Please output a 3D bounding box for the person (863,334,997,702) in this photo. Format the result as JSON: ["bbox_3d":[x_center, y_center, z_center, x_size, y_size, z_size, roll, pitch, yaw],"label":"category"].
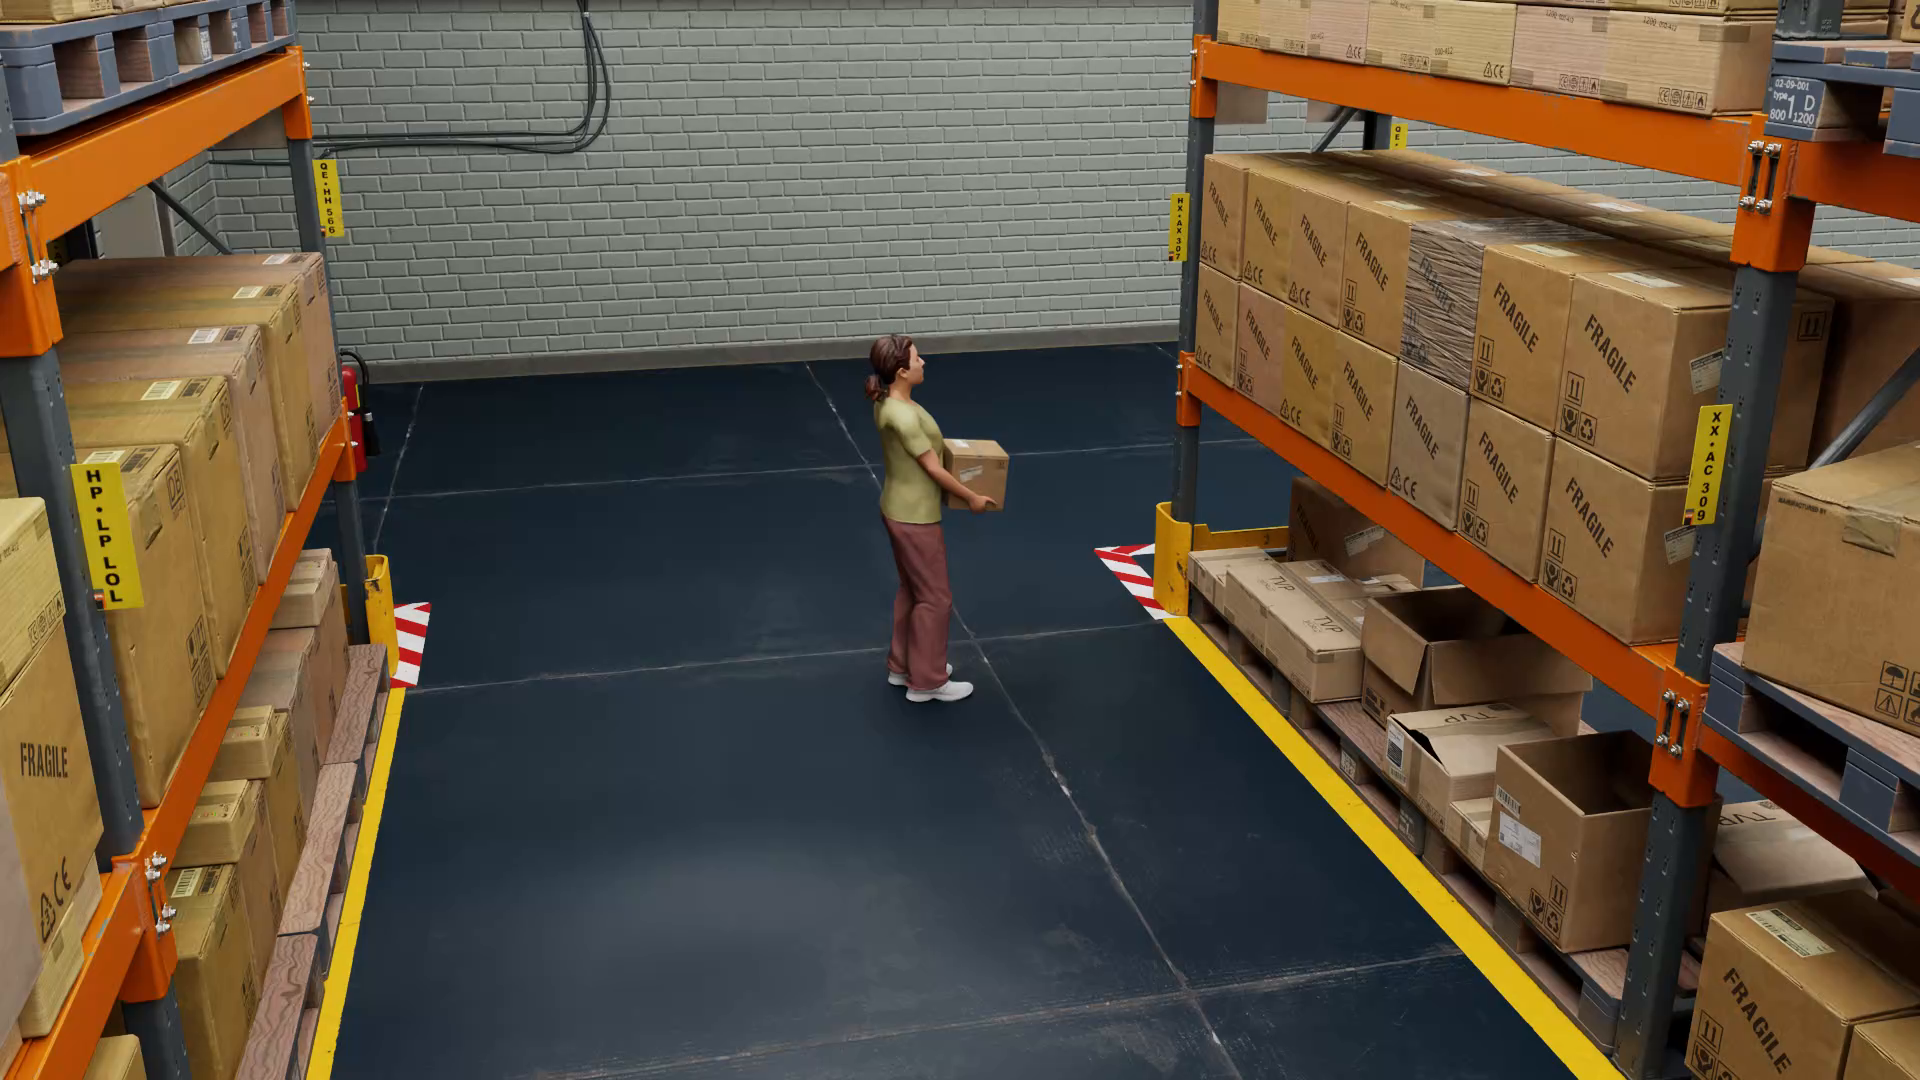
[{"bbox_3d":[-0.143,-0.100,7.369,0.559,1.662,0.427,-4,20,-12],"label":"person"}]
